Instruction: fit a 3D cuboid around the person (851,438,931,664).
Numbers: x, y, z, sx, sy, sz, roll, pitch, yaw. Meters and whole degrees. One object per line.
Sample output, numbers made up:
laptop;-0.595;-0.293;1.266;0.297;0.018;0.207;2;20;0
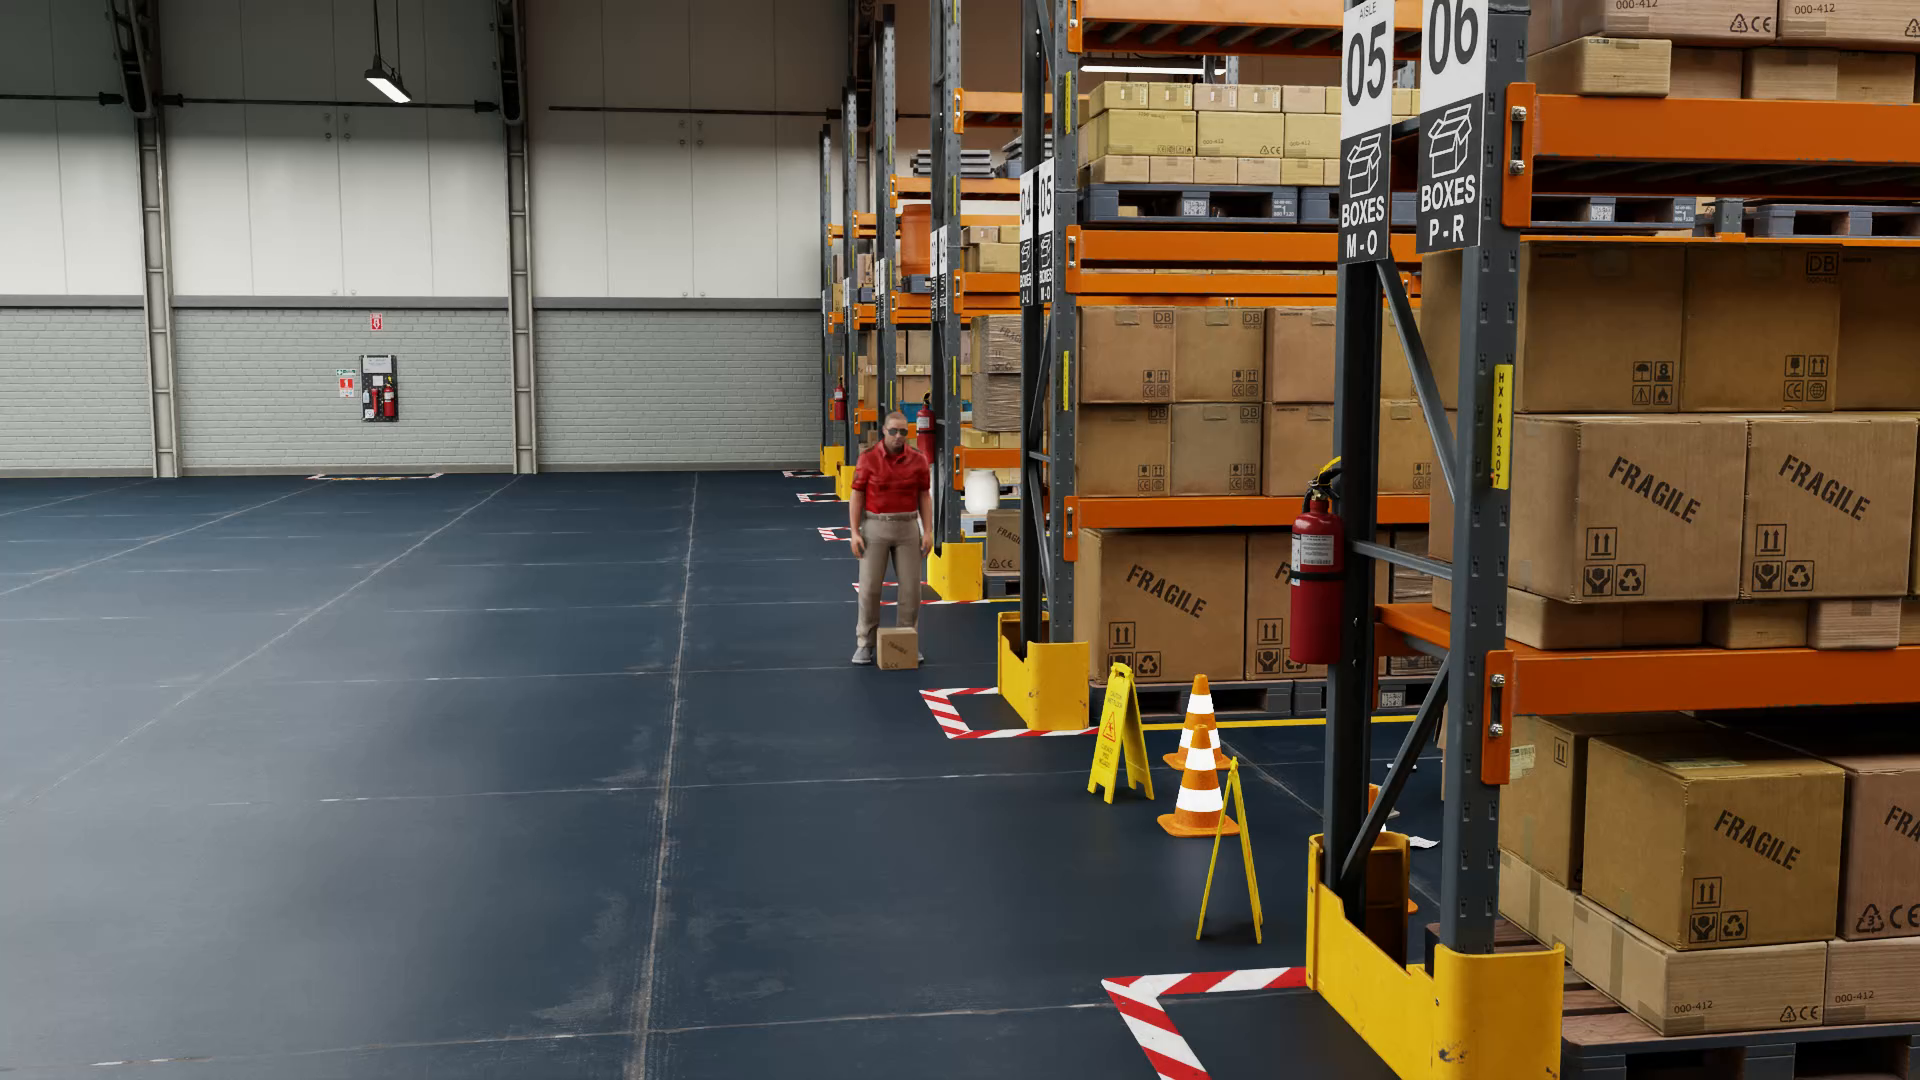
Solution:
person;-0.478;0.062;11.502;0.579;1.551;0.392;-1;7;-11
